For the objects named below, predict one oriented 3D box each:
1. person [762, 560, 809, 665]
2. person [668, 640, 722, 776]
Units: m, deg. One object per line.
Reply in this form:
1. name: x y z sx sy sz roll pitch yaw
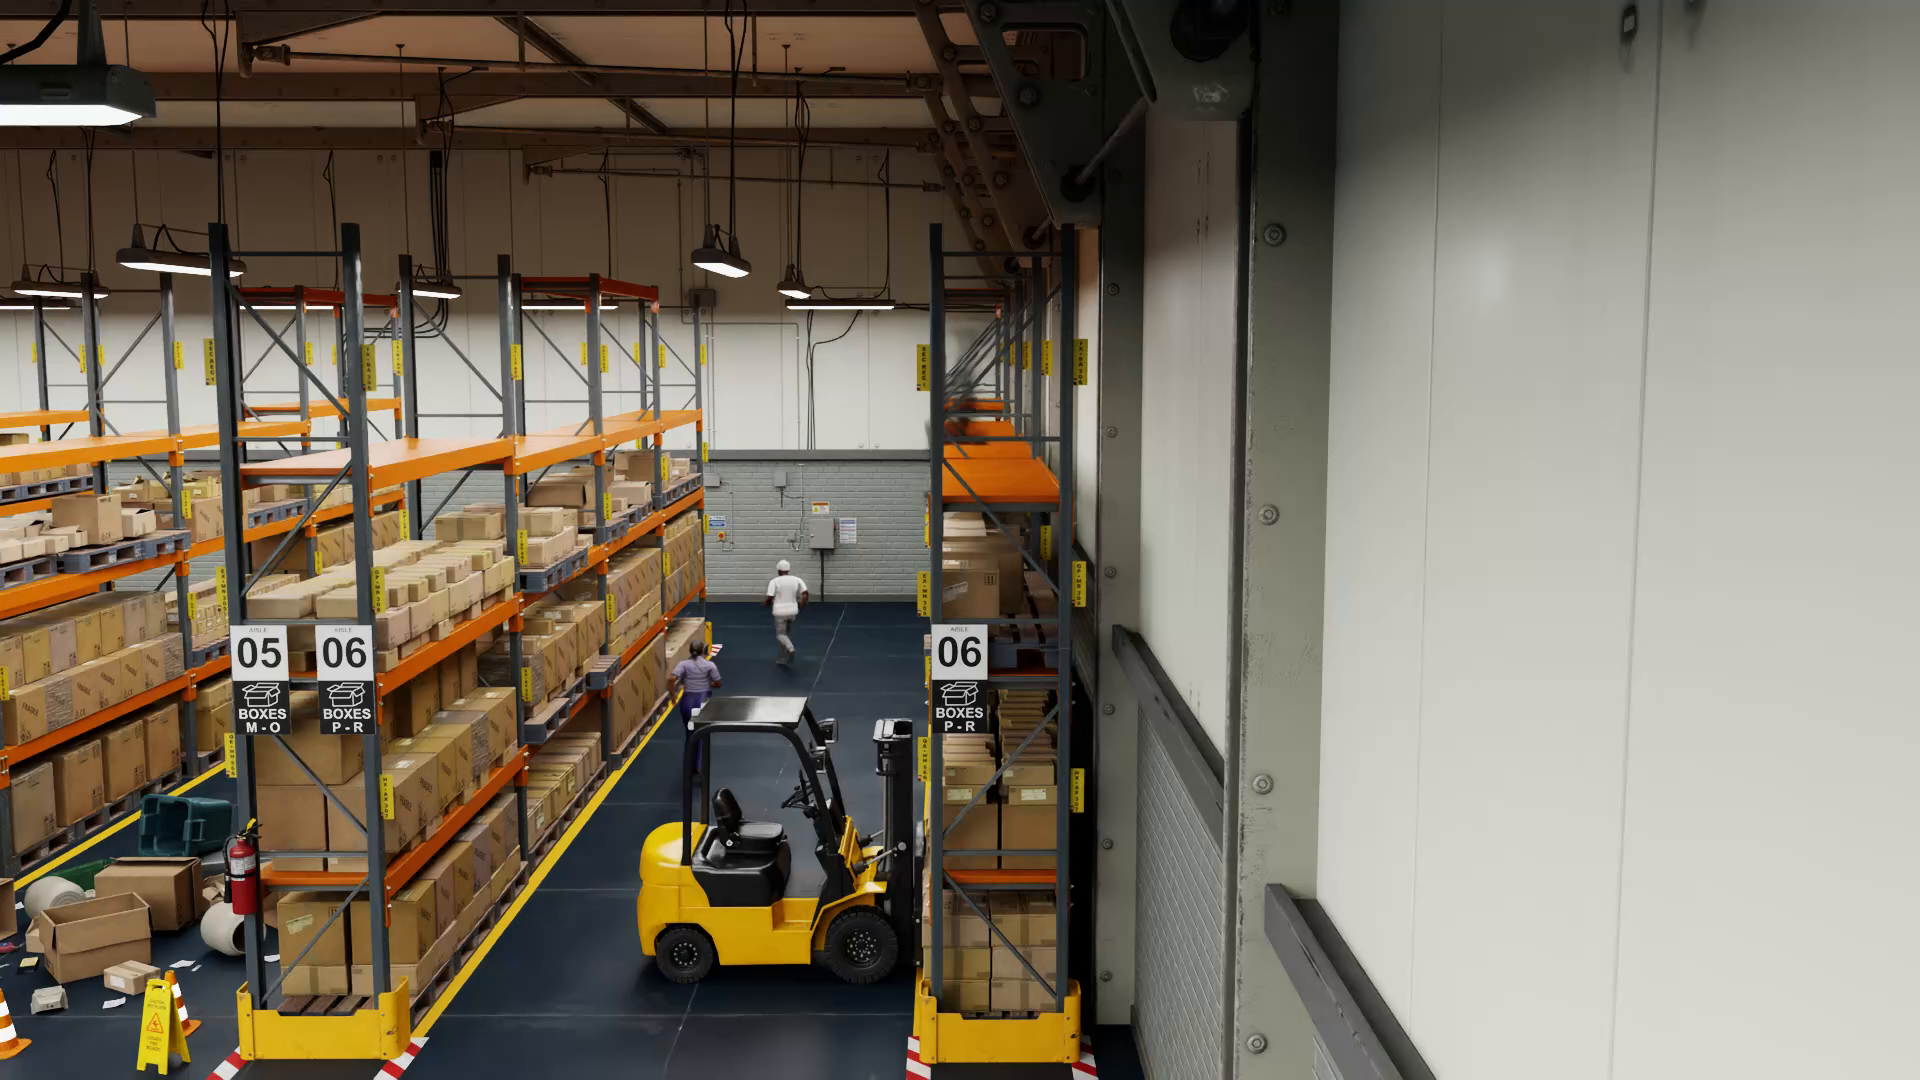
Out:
1. person: -2.772 1.198 26.724 0.683 1.741 0.851 -4 8 -29
2. person: -3.154 2.053 19.893 0.617 1.720 0.751 0 7 0
